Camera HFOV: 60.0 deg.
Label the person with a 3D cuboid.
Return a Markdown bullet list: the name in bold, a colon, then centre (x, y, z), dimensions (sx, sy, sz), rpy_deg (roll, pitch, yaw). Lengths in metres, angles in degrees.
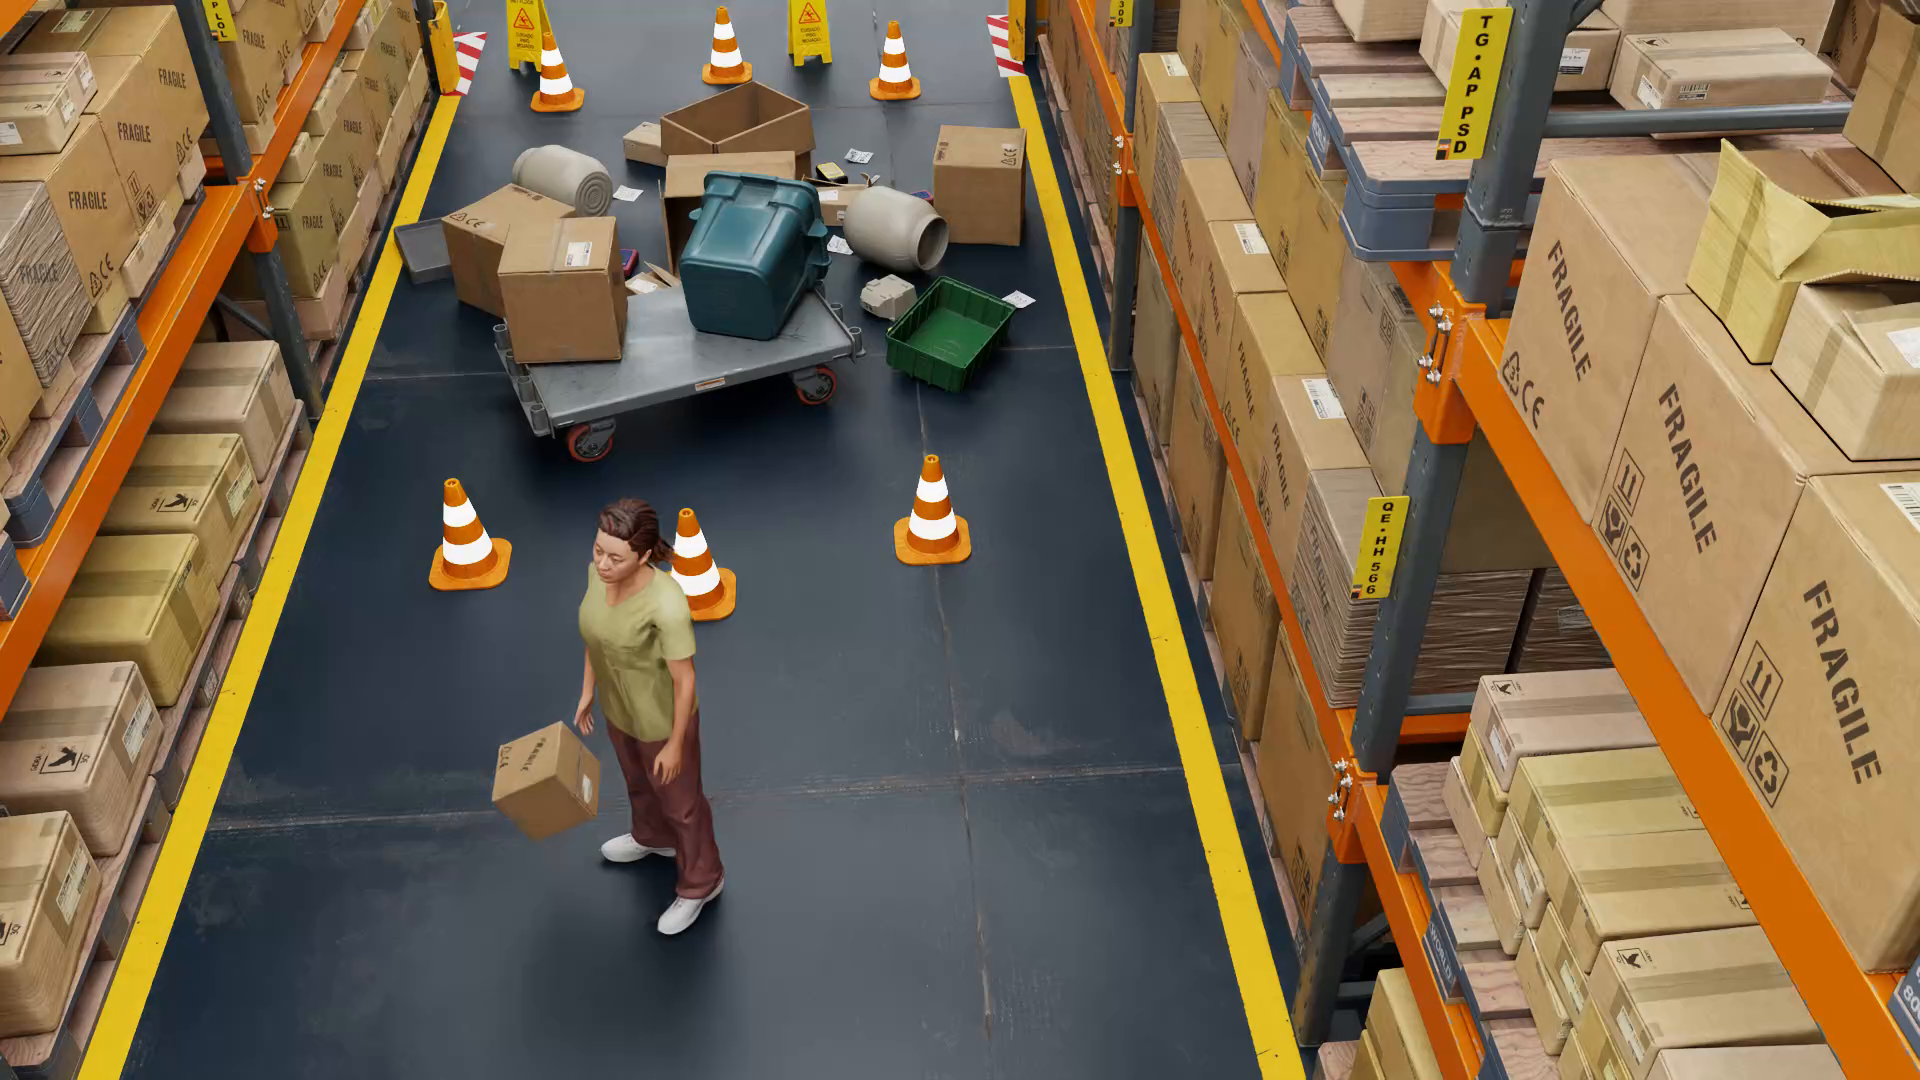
- **person**: centre (-1.039, 0.562, 5.440), dimensions (0.544, 1.676, 0.397), rpy_deg (30, 48, 32)
